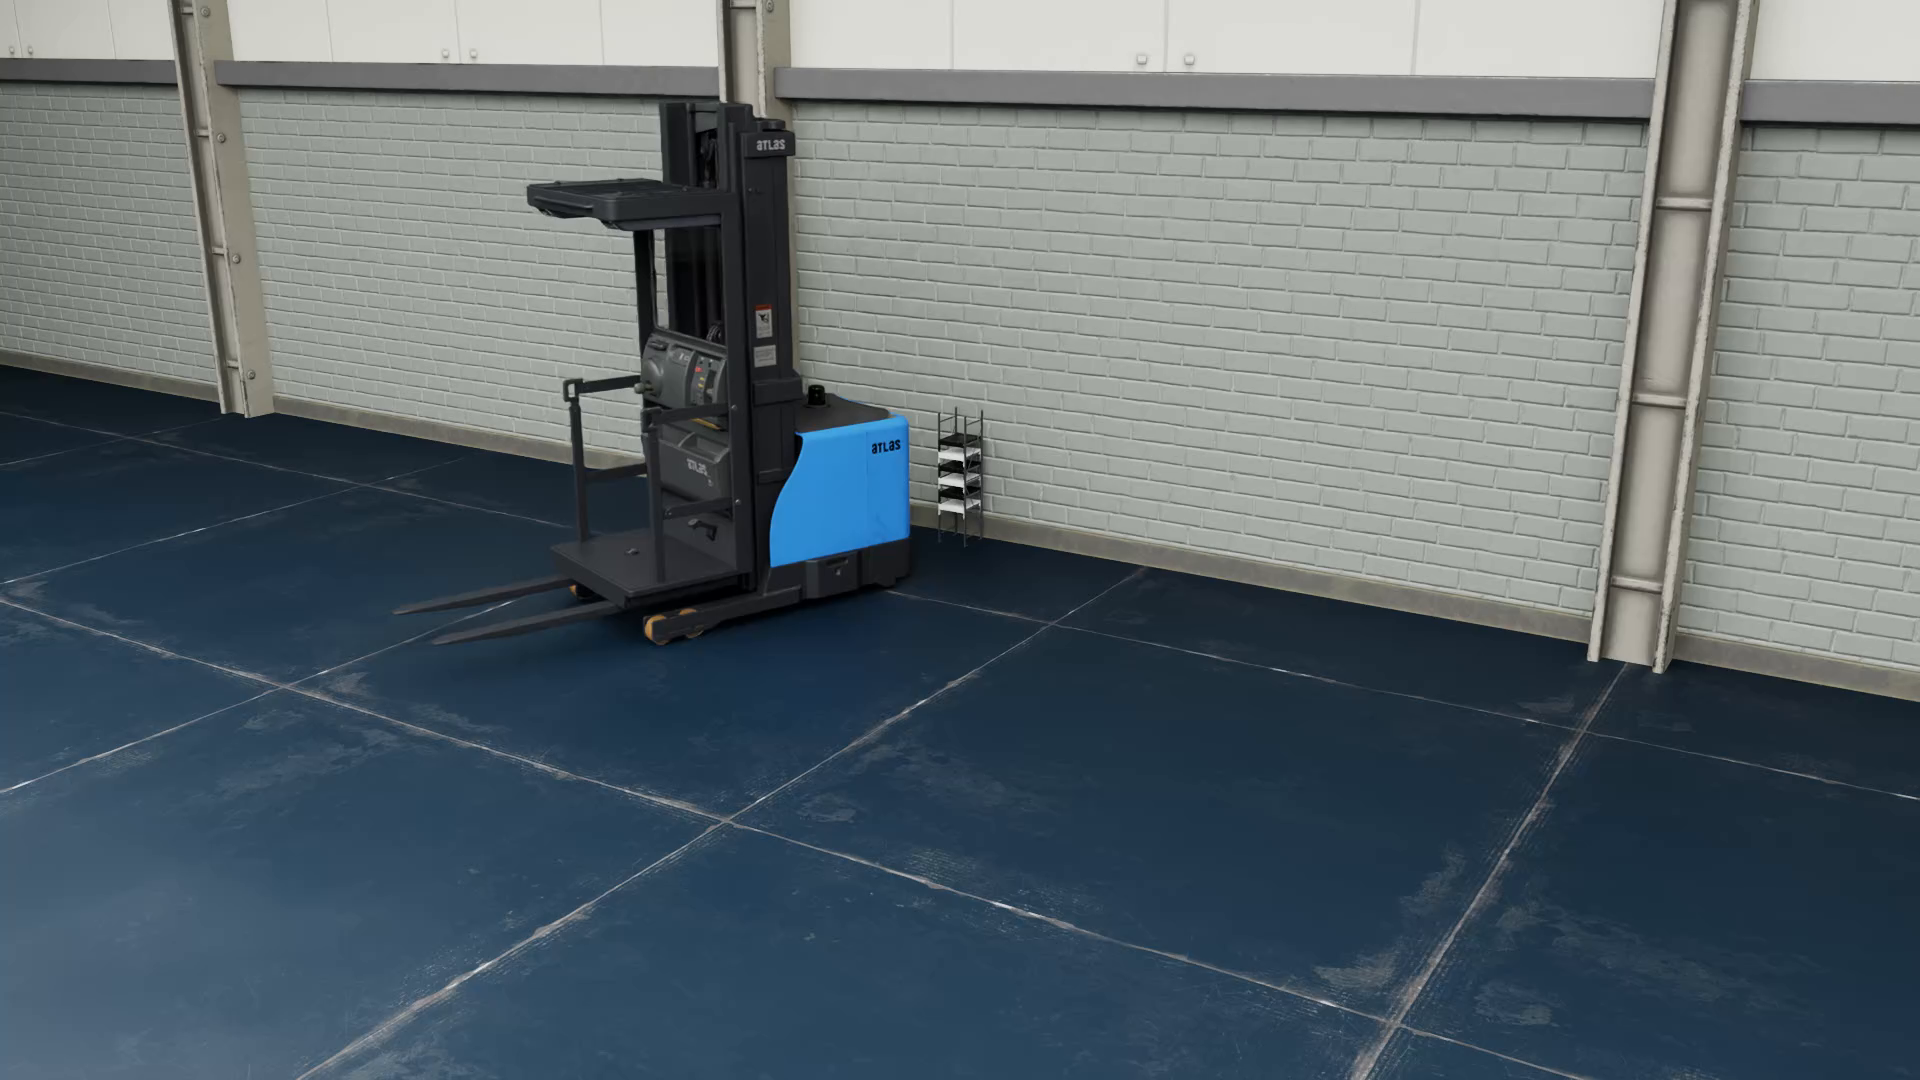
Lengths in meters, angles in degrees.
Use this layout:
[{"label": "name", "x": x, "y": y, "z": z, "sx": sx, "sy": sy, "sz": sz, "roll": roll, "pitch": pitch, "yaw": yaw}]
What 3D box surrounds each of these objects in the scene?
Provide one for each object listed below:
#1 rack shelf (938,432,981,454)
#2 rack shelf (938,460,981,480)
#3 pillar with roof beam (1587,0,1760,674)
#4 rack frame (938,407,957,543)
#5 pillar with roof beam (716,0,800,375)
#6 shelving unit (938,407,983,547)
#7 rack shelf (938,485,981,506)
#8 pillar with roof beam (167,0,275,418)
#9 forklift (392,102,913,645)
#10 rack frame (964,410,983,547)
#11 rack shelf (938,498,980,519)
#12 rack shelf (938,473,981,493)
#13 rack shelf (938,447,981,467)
[{"label": "rack shelf", "x": 0.004, "y": -0.653, "z": 11.170, "sx": 0.200, "sy": 0.077, "sz": 0.258, "roll": 10, "pitch": 20, "yaw": 30}, {"label": "rack shelf", "x": 0.004, "y": -0.481, "z": 11.222, "sx": 0.200, "sy": 0.077, "sz": 0.258, "roll": 10, "pitch": 20, "yaw": 30}, {"label": "pillar with roof beam", "x": 1.463, "y": -2.583, "z": 4.403, "sx": 0.400, "sy": 9.000, "sz": 9.100, "roll": 10, "pitch": 20, "yaw": 30}, {"label": "rack frame", "x": -0.084, "y": -0.442, "z": 11.288, "sx": 0.006, "sy": 0.900, "sz": 0.240, "roll": 10, "pitch": 20, "yaw": 30}, {"label": "pillar with roof beam", "x": -3.650, "y": -3.496, "z": 7.408, "sx": 0.400, "sy": 9.000, "sz": 9.100, "roll": 10, "pitch": 20, "yaw": 30}, {"label": "shelving unit", "x": 0.004, "y": -0.427, "z": 11.238, "sx": 0.210, "sy": 0.900, "sz": 0.258, "roll": 10, "pitch": 20, "yaw": 30}, {"label": "rack shelf", "x": 0.004, "y": -0.309, "z": 11.274, "sx": 0.200, "sy": 0.077, "sz": 0.258, "roll": 10, "pitch": 20, "yaw": 30}, {"label": "pillar with roof beam", "x": -8.763, "y": -4.409, "z": 10.412, "sx": 0.400, "sy": 9.000, "sz": 9.100, "roll": 10, "pitch": 20, "yaw": 30}, {"label": "forklift", "x": -1.777, "y": -0.982, "z": 9.571, "sx": 3.031, "sy": 2.935, "sz": 1.130, "roll": -12, "pitch": 21, "yaw": -35}, {"label": "rack frame", "x": 0.091, "y": -0.412, "z": 11.188, "sx": 0.006, "sy": 0.900, "sz": 0.240, "roll": 10, "pitch": 20, "yaw": 30}, {"label": "rack shelf", "x": 0.004, "y": -0.223, "z": 11.300, "sx": 0.200, "sy": 0.077, "sz": 0.258, "roll": 10, "pitch": 20, "yaw": 30}, {"label": "rack shelf", "x": 0.004, "y": -0.395, "z": 11.248, "sx": 0.200, "sy": 0.077, "sz": 0.258, "roll": 10, "pitch": 20, "yaw": 30}, {"label": "rack shelf", "x": 0.004, "y": -0.567, "z": 11.196, "sx": 0.200, "sy": 0.077, "sz": 0.258, "roll": 10, "pitch": 20, "yaw": 30}]
